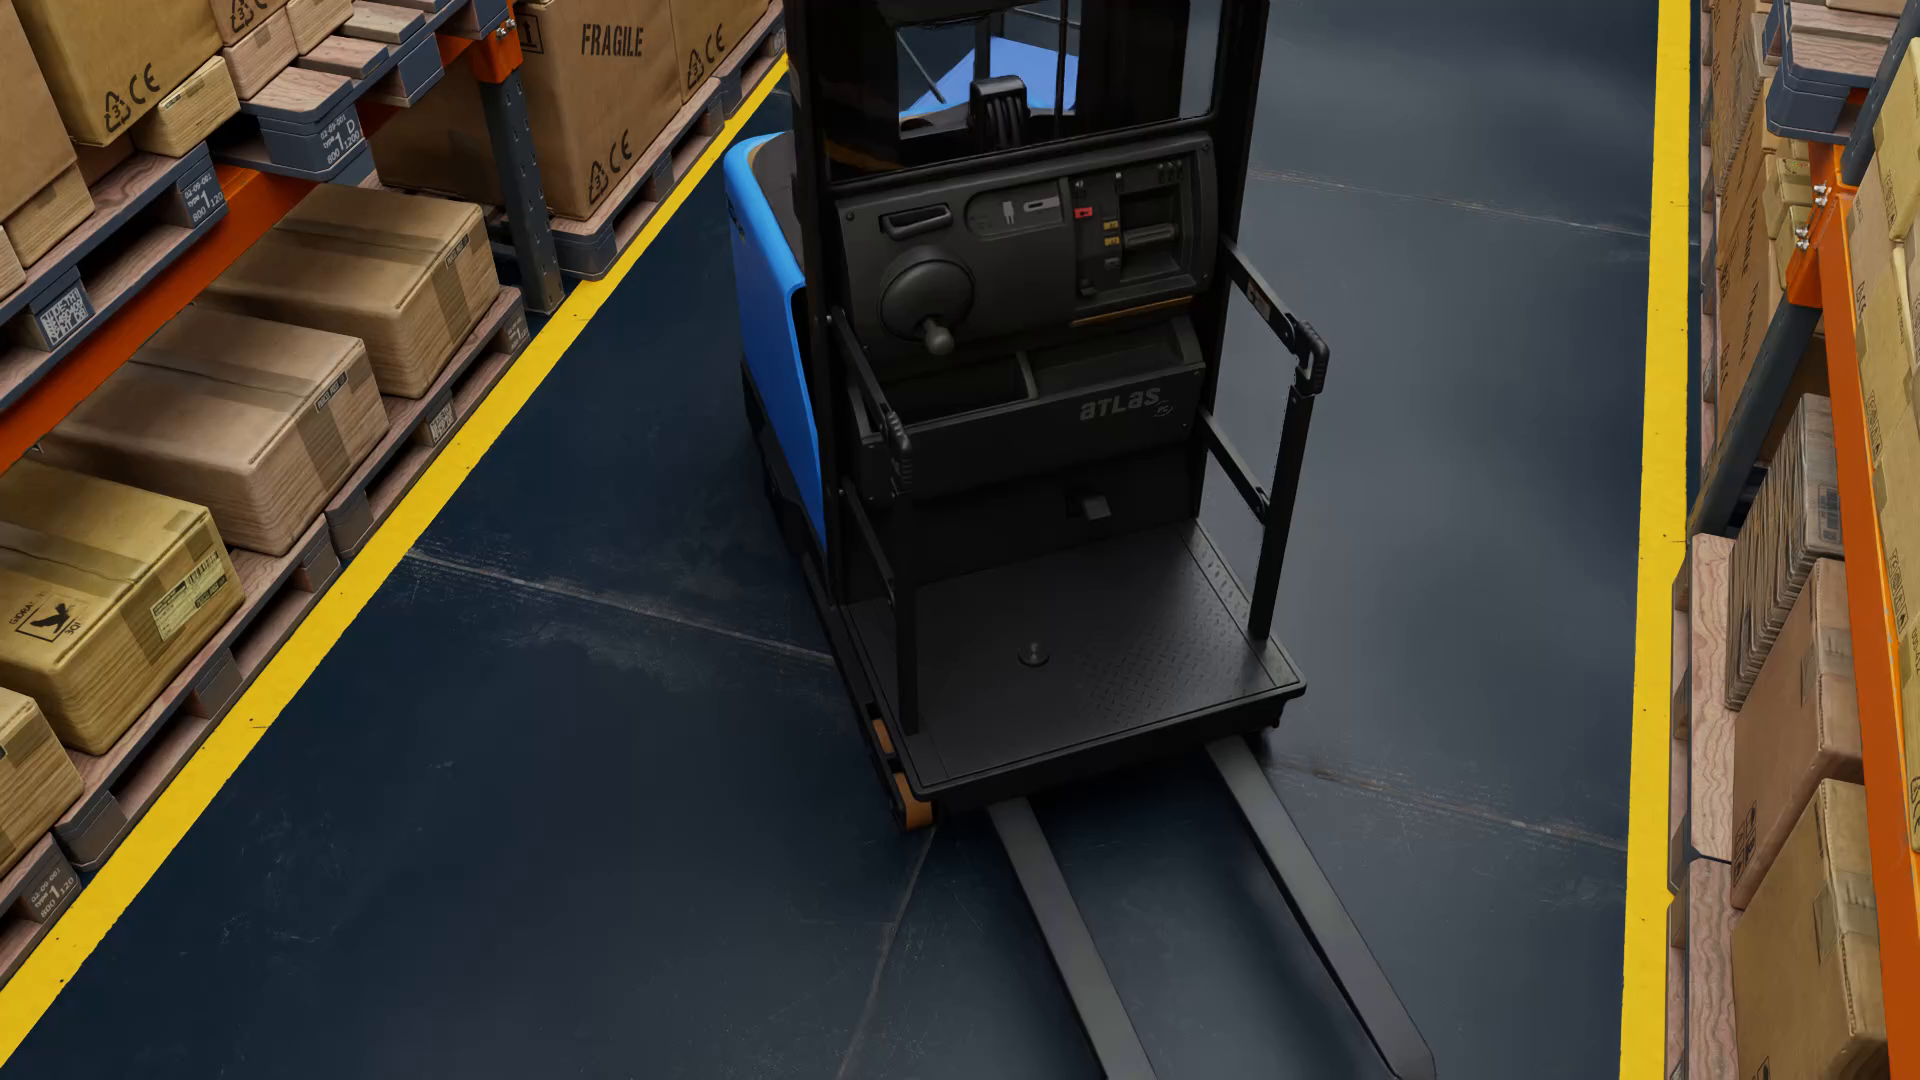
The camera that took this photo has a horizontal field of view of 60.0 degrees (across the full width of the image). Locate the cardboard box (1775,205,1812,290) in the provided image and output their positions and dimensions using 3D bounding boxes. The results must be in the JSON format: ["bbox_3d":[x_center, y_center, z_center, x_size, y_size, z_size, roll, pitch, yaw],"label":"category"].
[{"bbox_3d":[2.684,-0.854,5.002,0.380,0.149,0.250,10,45,11],"label":"cardboard box"}]

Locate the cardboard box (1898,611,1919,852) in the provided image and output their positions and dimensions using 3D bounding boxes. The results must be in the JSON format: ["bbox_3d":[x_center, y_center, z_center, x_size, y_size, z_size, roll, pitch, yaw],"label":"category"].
[{"bbox_3d":[1.944,0.339,2.866,0.500,0.250,0.500,14,46,14],"label":"cardboard box"}]

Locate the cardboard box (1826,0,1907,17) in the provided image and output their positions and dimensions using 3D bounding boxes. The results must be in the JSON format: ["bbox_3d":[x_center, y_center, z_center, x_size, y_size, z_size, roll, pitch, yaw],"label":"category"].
[{"bbox_3d":[2.609,-1.562,4.581,0.380,0.149,0.250,13,46,13],"label":"cardboard box"}]

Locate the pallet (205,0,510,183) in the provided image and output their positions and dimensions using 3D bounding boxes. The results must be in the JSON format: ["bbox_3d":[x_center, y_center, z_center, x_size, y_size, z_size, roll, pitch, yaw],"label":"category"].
[{"bbox_3d":[-2.070,-1.466,4.740,1.213,0.211,1.003,13,46,13],"label":"pallet"}]

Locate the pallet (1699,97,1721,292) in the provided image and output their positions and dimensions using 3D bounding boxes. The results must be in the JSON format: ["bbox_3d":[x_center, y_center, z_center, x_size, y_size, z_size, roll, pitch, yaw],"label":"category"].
[{"bbox_3d":[3.410,-1.286,6.414,1.003,0.211,1.213,13,46,13],"label":"pallet"}]

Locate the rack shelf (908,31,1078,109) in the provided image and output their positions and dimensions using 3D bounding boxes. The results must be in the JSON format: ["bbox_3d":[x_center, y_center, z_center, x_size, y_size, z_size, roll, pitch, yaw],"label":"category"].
[{"bbox_3d":[0.103,-1.475,5.942,0.538,0.185,1.000,20,48,20],"label":"rack shelf"}]

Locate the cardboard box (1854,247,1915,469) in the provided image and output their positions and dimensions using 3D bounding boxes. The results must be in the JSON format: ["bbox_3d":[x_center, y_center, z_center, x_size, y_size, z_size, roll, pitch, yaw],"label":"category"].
[{"bbox_3d":[2.252,-0.351,3.571,0.500,0.250,0.500,12,46,12],"label":"cardboard box"}]

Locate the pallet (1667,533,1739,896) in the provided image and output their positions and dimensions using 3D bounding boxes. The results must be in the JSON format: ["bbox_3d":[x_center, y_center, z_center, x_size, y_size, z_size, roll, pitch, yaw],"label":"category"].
[{"bbox_3d":[2.490,0.554,4.533,1.003,0.211,1.213,13,46,13],"label":"pallet"}]

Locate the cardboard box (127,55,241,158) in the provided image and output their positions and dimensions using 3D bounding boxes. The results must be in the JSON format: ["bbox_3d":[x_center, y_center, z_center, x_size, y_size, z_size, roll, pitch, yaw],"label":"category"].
[{"bbox_3d":[-2.030,-1.100,4.109,0.380,0.149,0.250,13,46,13],"label":"cardboard box"}]

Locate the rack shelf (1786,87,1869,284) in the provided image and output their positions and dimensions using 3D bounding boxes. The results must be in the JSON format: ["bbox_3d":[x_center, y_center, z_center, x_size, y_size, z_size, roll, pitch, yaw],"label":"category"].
[{"bbox_3d":[3.382,-2.059,5.724,1.077,0.370,4.000,13,46,13],"label":"rack shelf"}]

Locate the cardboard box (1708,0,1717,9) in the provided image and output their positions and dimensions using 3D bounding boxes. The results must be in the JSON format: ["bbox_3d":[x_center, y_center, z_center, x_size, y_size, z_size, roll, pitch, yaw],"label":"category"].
[{"bbox_3d":[3.627,-2.631,7.281,0.500,0.500,0.500,14,46,14],"label":"cardboard box"}]

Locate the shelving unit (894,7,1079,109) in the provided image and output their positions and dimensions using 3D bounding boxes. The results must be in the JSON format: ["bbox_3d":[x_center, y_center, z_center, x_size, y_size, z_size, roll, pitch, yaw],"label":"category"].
[{"bbox_3d":[0.103,-1.603,5.816,0.538,1.500,1.048,20,48,20],"label":"shelving unit"}]

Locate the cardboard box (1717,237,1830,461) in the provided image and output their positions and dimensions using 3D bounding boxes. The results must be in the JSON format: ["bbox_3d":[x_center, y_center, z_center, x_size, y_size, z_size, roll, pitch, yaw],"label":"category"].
[{"bbox_3d":[2.699,-0.567,5.172,0.500,0.500,0.500,14,46,14],"label":"cardboard box"}]

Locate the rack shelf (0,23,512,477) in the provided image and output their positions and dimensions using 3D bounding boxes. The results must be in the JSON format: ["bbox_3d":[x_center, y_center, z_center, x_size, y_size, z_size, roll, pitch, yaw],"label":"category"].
[{"bbox_3d":[-2.561,-0.442,4.071,1.077,0.370,4.000,13,46,13],"label":"rack shelf"}]

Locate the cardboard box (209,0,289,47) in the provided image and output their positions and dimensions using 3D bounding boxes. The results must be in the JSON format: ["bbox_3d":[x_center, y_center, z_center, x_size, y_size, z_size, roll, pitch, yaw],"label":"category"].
[{"bbox_3d":[-1.974,-1.615,4.171,0.500,0.500,0.500,12,46,12],"label":"cardboard box"}]

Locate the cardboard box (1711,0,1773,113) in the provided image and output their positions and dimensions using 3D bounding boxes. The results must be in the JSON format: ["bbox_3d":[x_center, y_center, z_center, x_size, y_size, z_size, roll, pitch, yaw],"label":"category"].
[{"bbox_3d":[3.319,-1.942,6.577,0.500,0.500,0.500,11,45,11],"label":"cardboard box"}]

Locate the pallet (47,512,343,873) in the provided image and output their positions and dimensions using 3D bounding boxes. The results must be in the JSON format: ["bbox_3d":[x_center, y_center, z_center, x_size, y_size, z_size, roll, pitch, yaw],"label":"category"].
[{"bbox_3d":[-2.565,0.296,4.797,1.003,0.211,1.213,13,46,13],"label":"pallet"}]

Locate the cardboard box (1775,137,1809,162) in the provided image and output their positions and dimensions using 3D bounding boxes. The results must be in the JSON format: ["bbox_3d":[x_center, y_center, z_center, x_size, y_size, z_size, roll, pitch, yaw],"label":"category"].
[{"bbox_3d":[2.859,-1.209,5.364,0.380,0.149,0.250,11,45,11],"label":"cardboard box"}]

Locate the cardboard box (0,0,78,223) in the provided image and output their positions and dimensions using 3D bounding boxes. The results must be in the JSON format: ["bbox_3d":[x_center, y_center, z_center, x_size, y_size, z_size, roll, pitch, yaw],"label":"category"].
[{"bbox_3d":[-2.292,-0.915,3.456,0.500,0.500,0.500,11,45,11],"label":"cardboard box"}]

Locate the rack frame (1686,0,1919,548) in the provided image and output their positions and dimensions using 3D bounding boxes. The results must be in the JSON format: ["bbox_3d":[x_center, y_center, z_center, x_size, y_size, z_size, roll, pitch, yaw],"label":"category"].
[{"bbox_3d":[2.776,-0.983,4.110,1.000,3.000,0.127,13,46,13],"label":"rack frame"}]

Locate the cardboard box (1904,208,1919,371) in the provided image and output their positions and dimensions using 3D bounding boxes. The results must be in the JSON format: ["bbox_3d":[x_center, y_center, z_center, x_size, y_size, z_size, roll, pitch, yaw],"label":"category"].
[{"bbox_3d":[2.256,-0.531,3.397,0.500,0.250,0.500,14,46,14],"label":"cardboard box"}]

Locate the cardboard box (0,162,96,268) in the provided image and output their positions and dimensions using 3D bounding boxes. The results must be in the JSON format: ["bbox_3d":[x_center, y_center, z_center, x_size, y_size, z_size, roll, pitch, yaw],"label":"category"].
[{"bbox_3d":[-2.224,-0.774,3.776,0.380,0.149,0.250,11,45,11],"label":"cardboard box"}]

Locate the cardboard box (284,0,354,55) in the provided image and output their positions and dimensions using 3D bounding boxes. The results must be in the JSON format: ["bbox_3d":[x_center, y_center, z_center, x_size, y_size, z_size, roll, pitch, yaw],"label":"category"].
[{"bbox_3d":[-1.876,-1.452,4.469,0.380,0.149,0.250,12,46,12],"label":"cardboard box"}]

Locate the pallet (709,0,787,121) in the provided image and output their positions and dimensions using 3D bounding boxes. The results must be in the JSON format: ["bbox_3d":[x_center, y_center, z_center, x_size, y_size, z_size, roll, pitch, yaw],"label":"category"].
[{"bbox_3d":[-1.274,-2.355,7.506,1.003,0.211,1.213,13,46,13],"label":"pallet"}]

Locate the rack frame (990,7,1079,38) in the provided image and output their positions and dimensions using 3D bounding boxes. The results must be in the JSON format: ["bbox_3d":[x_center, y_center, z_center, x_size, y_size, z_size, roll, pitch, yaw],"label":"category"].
[{"bbox_3d":[0.342,-1.917,6.137,0.500,1.500,0.032,20,48,20],"label":"rack frame"}]

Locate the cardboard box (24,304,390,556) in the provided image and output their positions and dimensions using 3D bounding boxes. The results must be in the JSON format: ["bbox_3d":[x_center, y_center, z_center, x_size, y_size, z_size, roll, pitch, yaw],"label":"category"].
[{"bbox_3d":[-2.352,-0.375,5.067,0.950,0.372,0.625,12,46,12],"label":"cardboard box"}]

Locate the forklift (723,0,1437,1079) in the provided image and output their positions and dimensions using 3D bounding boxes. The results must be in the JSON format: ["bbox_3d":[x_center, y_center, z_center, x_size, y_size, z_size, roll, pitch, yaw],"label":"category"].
[{"bbox_3d":[0.248,-0.601,3.769,1.130,2.935,3.031,-14,46,-14],"label":"forklift"}]

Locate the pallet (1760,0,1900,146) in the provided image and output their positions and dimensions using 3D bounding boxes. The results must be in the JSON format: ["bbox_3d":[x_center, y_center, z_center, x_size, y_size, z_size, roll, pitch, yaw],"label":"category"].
[{"bbox_3d":[2.915,-1.381,4.654,1.213,0.211,1.003,13,46,13],"label":"pallet"}]

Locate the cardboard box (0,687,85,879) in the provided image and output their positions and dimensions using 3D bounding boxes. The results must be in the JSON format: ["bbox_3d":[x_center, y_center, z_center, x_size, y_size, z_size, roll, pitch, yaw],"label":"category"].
[{"bbox_3d":[-2.796,0.593,4.077,0.950,0.372,0.625,15,46,15],"label":"cardboard box"}]

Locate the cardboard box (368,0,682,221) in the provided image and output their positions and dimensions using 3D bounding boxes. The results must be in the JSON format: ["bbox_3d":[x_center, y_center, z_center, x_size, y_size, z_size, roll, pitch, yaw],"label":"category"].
[{"bbox_3d":[-1.667,-1.865,6.230,0.875,0.875,0.875,12,46,12],"label":"cardboard box"}]

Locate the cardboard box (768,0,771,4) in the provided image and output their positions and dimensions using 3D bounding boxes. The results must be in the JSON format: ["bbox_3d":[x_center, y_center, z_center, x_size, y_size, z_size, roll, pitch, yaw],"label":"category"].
[{"bbox_3d":[-1.122,-3.055,7.446,0.875,0.875,0.875,14,46,14],"label":"cardboard box"}]

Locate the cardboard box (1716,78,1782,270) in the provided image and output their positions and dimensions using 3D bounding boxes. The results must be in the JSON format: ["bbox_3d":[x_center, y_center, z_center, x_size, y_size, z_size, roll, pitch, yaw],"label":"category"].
[{"bbox_3d":[3.017,-1.248,5.867,0.500,0.500,0.500,14,46,14],"label":"cardboard box"}]

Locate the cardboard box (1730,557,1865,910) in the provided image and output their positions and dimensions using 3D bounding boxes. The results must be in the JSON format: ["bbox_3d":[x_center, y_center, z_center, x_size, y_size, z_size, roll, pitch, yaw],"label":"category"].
[{"bbox_3d":[2.384,0.566,3.925,0.875,0.625,0.625,14,46,14],"label":"cardboard box"}]
